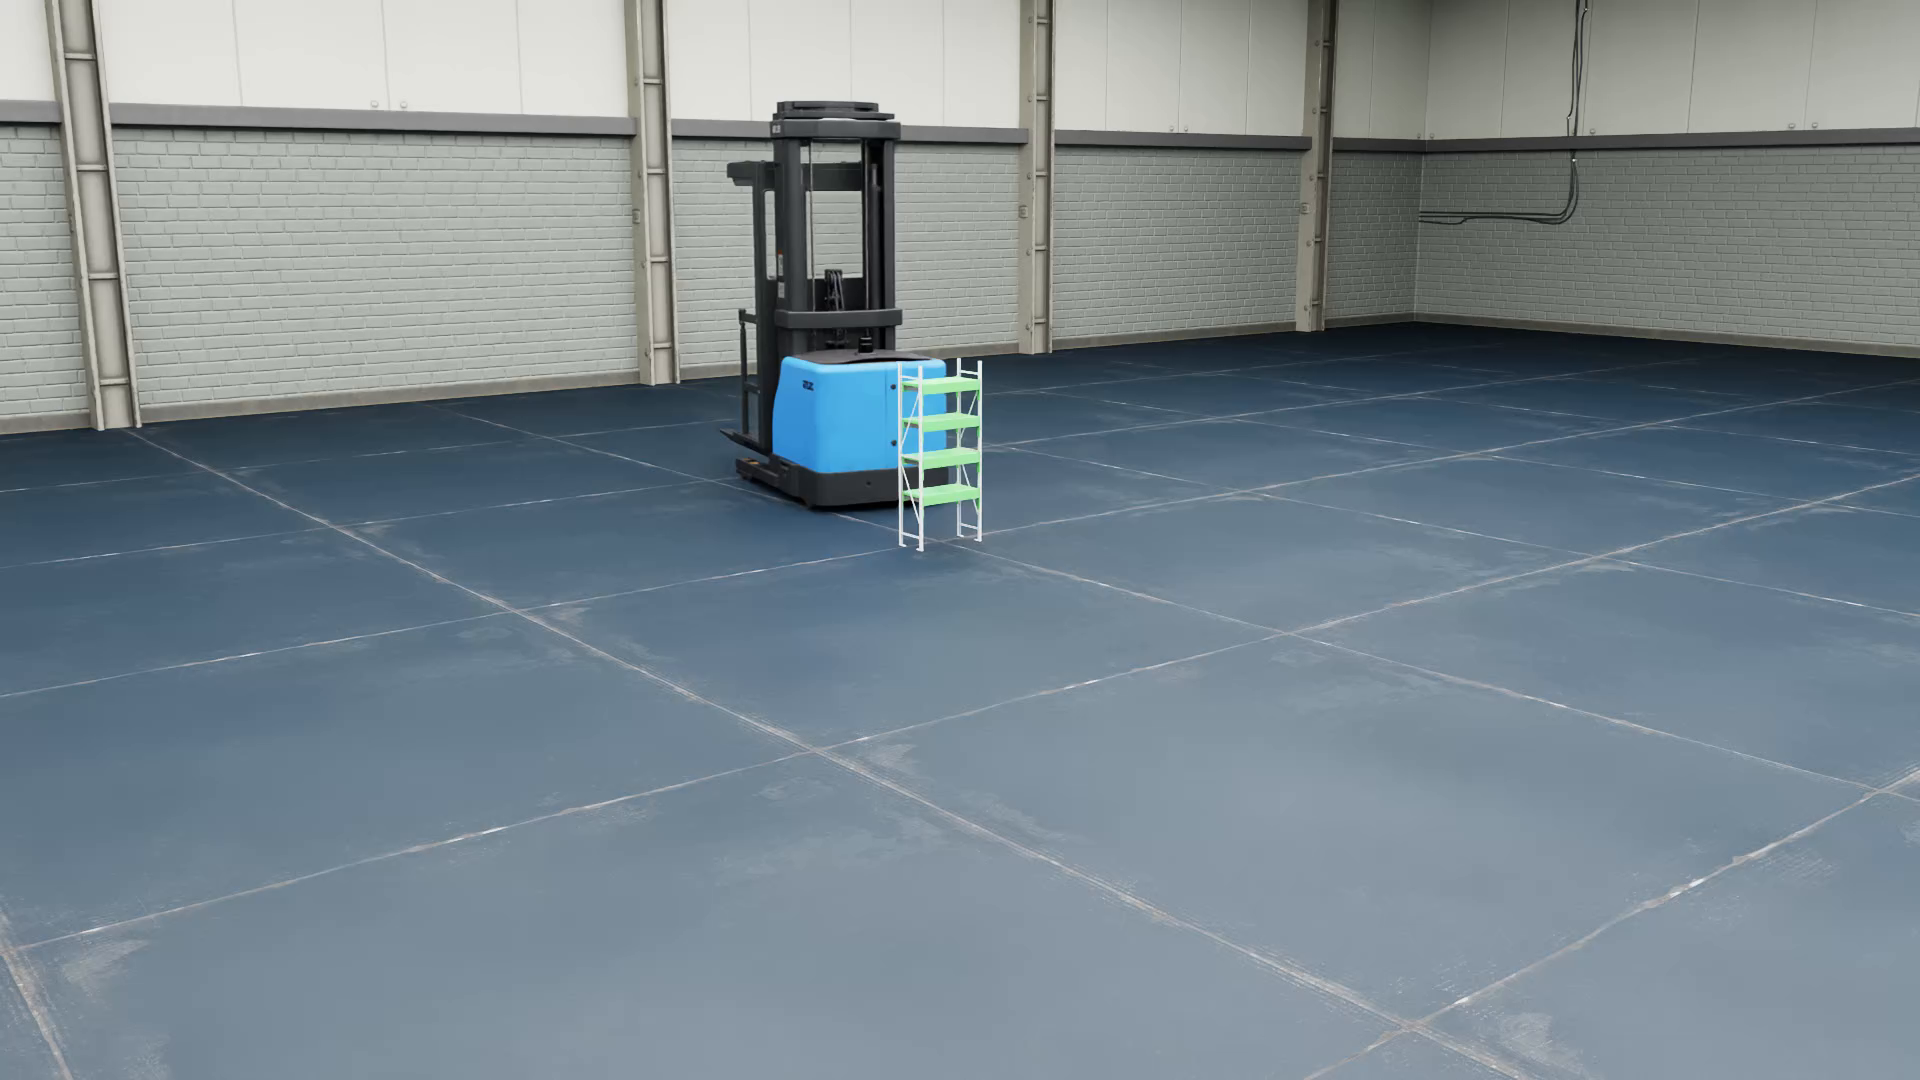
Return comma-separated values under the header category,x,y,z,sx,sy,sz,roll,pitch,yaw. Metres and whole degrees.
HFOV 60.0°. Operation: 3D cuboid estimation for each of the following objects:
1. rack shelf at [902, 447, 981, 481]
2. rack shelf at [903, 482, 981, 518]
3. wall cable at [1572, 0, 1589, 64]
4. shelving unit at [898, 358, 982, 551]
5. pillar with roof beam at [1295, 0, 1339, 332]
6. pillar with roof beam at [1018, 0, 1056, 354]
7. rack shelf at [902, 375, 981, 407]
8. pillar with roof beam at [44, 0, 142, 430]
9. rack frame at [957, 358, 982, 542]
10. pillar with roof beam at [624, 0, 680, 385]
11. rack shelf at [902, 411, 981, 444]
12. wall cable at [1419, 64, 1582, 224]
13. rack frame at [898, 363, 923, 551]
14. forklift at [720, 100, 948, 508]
category,x,y,z,sx,sy,sz,roll,pitch,yaw
rack shelf,-0.129,-0.503,10.916,0.480,0.148,0.258,-9,15,-38
rack shelf,-0.129,-0.268,10.966,0.480,0.148,0.258,-9,15,-38
wall cable,10.567,-8.532,24.960,0.112,2.526,3.097,-9,15,-38
shelving unit,-0.129,-0.565,10.903,0.503,1.200,0.258,-9,15,-38
pillar with roof beam,8.440,-7.153,23.150,0.400,9.000,9.100,-9,15,-38
pillar with roof beam,3.755,-6.374,19.483,0.400,9.000,9.100,-9,15,-38
rack shelf,-0.129,-0.972,10.817,0.480,0.148,0.258,-9,15,-38
pillar with roof beam,-5.615,-4.817,12.150,0.400,9.000,9.100,-9,15,-38
rack frame,0.061,-0.597,11.052,0.015,1.200,0.240,-9,15,-38
pillar with roof beam,-0.930,-5.596,15.817,0.400,9.000,9.100,-9,15,-38
rack shelf,-0.129,-0.738,10.866,0.480,0.148,0.258,-9,15,-38
wall cable,8.877,-6.500,27.551,0.112,2.526,3.097,-9,15,-38
rack frame,-0.320,-0.534,10.754,0.015,1.200,0.240,-9,15,-38
forklift,-1.167,-1.929,13.158,1.130,2.935,3.031,-6,13,-24
